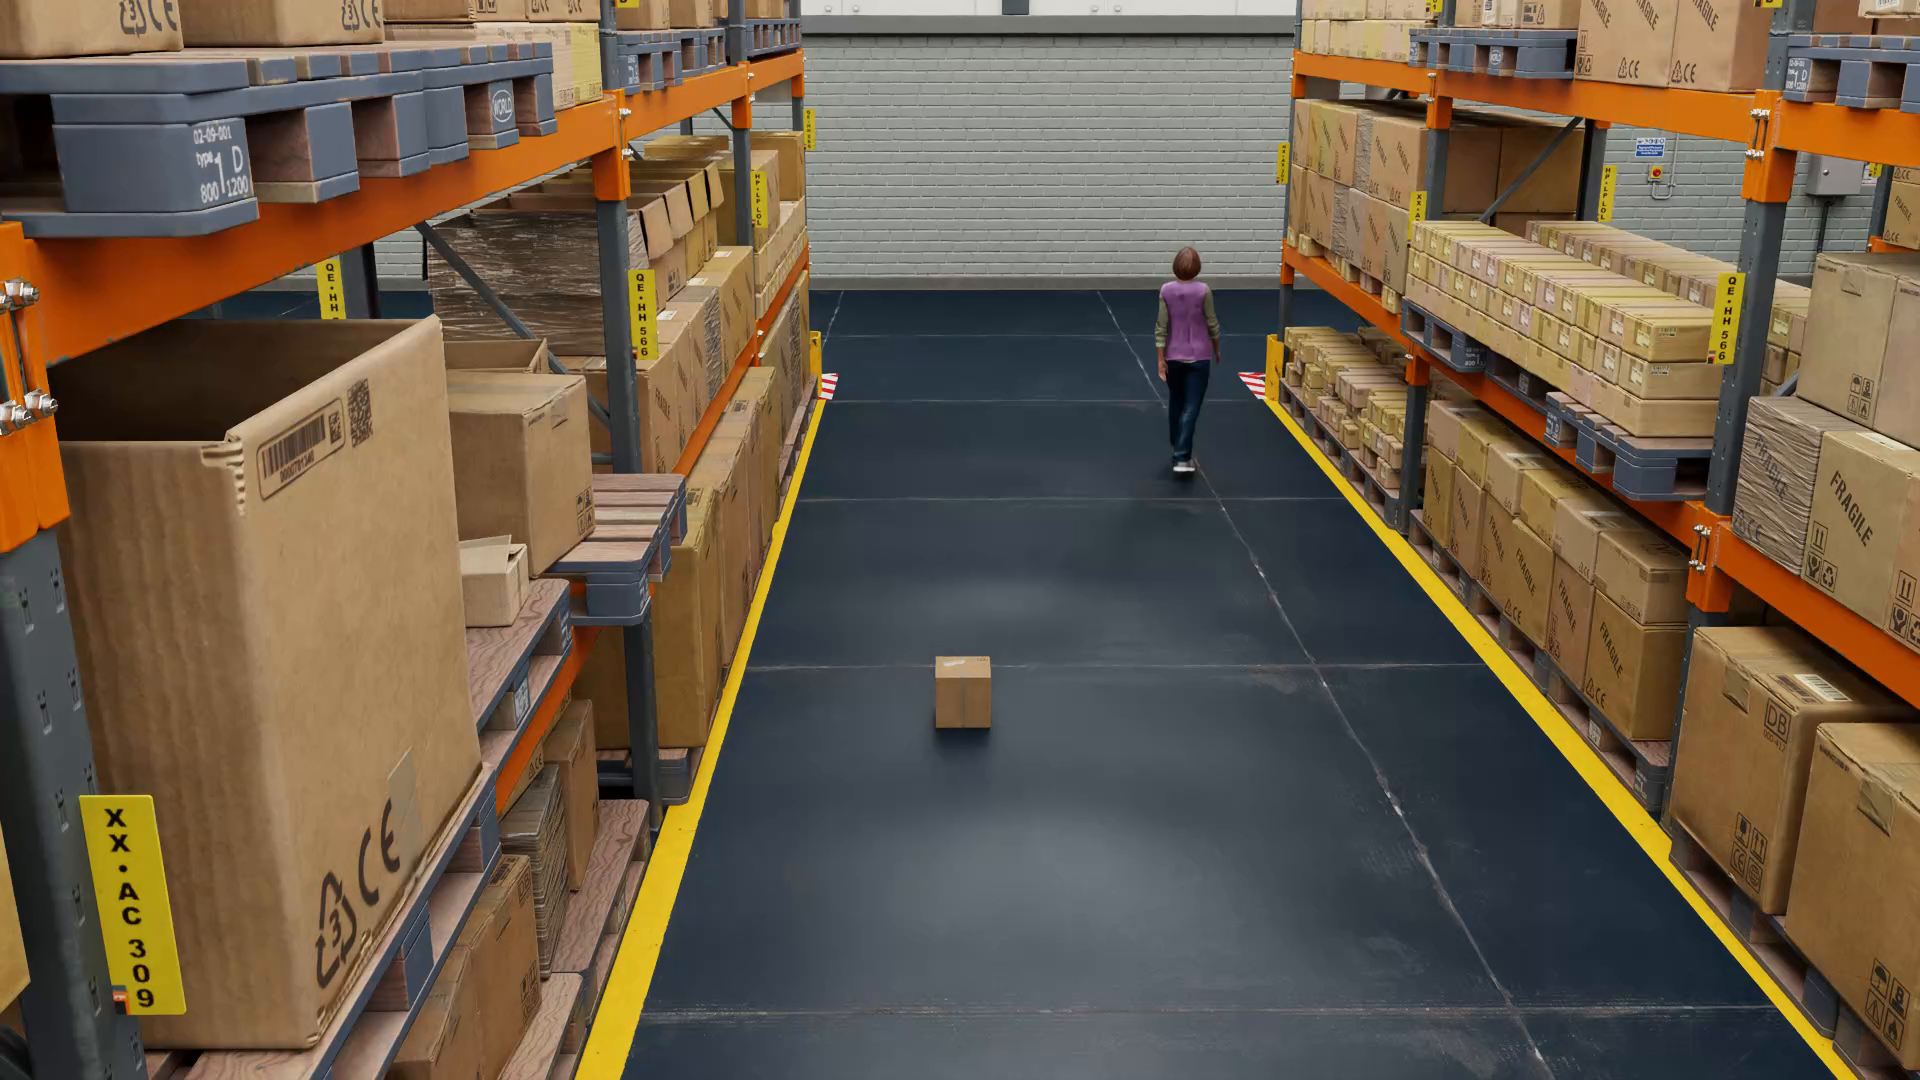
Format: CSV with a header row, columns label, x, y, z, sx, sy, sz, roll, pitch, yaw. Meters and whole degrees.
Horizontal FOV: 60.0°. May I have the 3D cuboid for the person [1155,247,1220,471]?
label,x,y,z,sx,sy,sz,roll,pitch,yaw
person,1.615,-1.294,11.668,0.416,1.547,0.848,8,19,24
